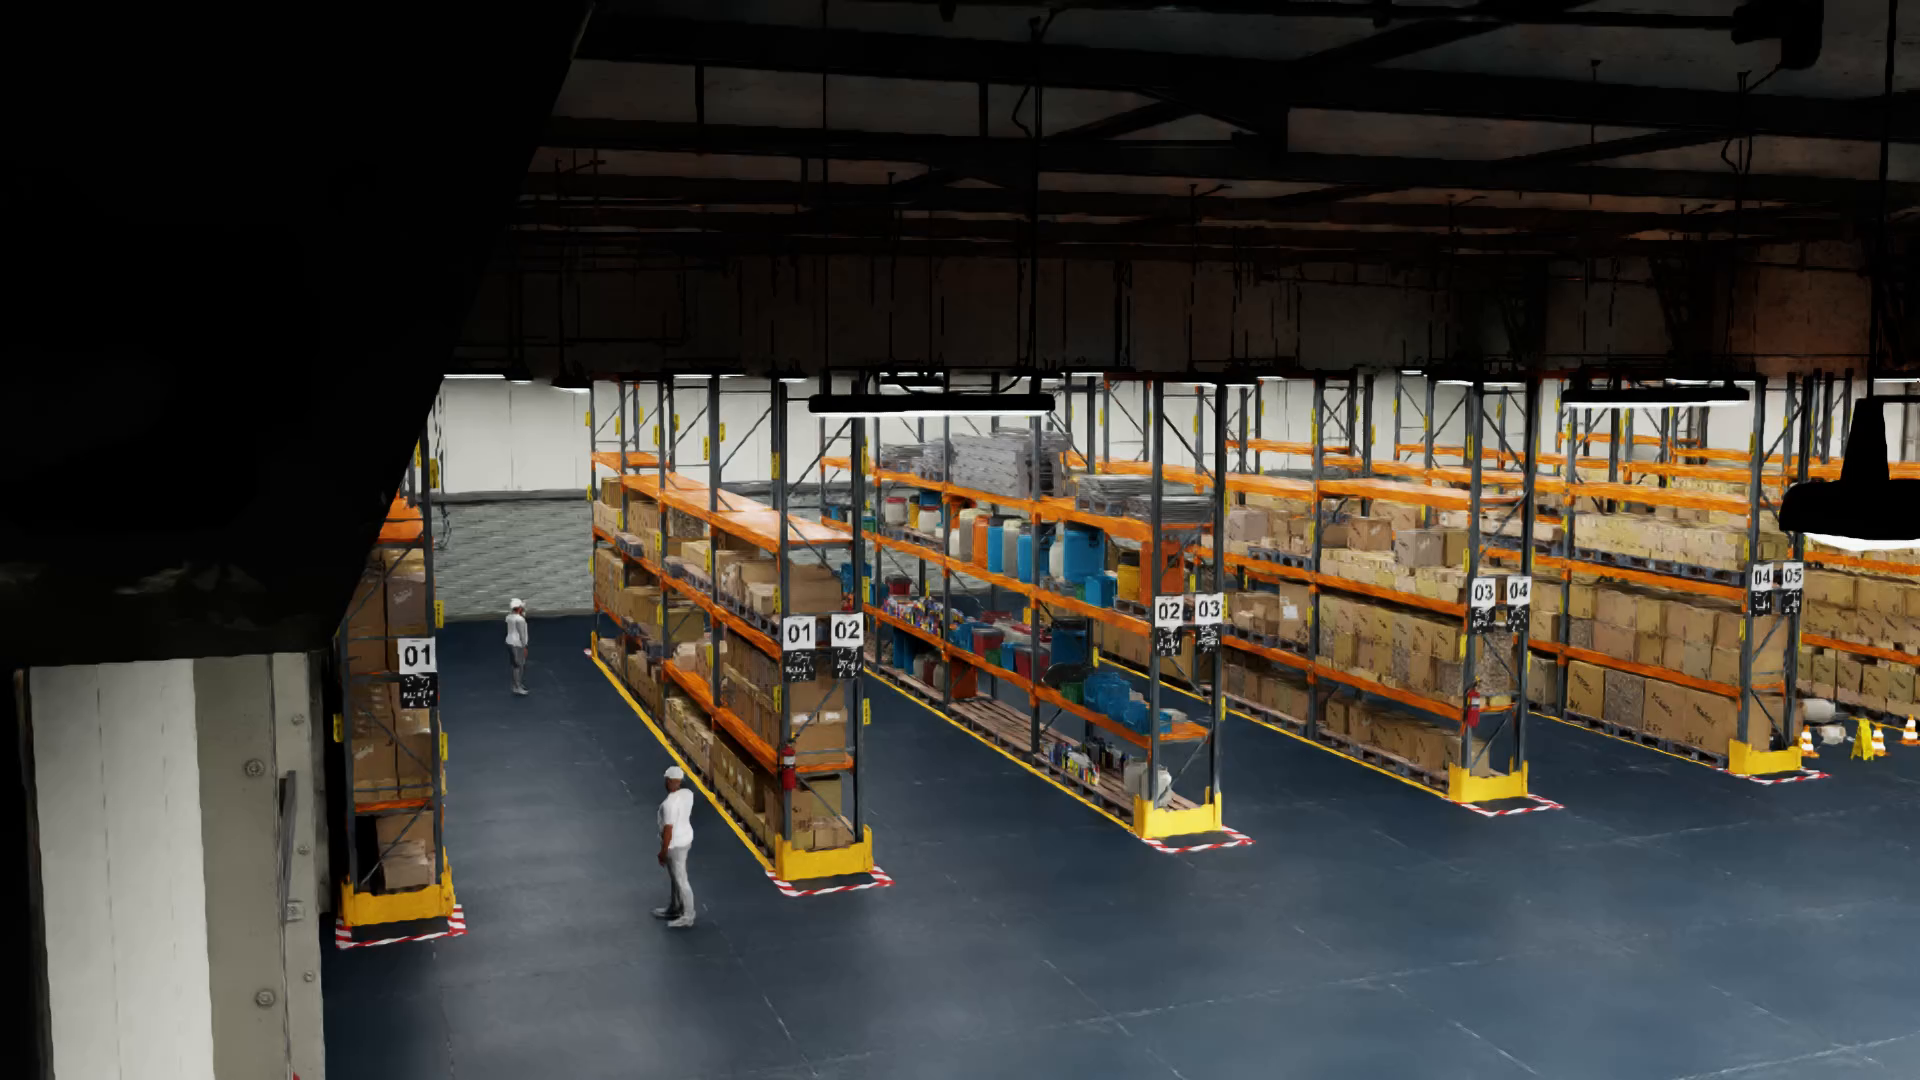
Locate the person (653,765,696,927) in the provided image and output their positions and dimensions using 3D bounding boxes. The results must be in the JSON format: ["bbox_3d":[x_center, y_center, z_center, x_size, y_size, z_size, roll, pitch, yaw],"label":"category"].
[{"bbox_3d":[-3.193,3.376,18.540,0.559,1.762,0.661,1,6,9],"label":"person"}]

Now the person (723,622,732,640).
[{"bbox_3d":[-4.899,1.601,35.196,0.458,1.610,1.019,-2,7,-21],"label":"person"}]

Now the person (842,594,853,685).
[{"bbox_3d":[-2.208,1.896,31.988,0.601,1.713,0.673,0,6,-2],"label":"person"}]

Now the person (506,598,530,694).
[{"bbox_3d":[-8.265,1.962,31.100,0.401,1.778,0.627,-6,9,-42],"label":"person"}]
